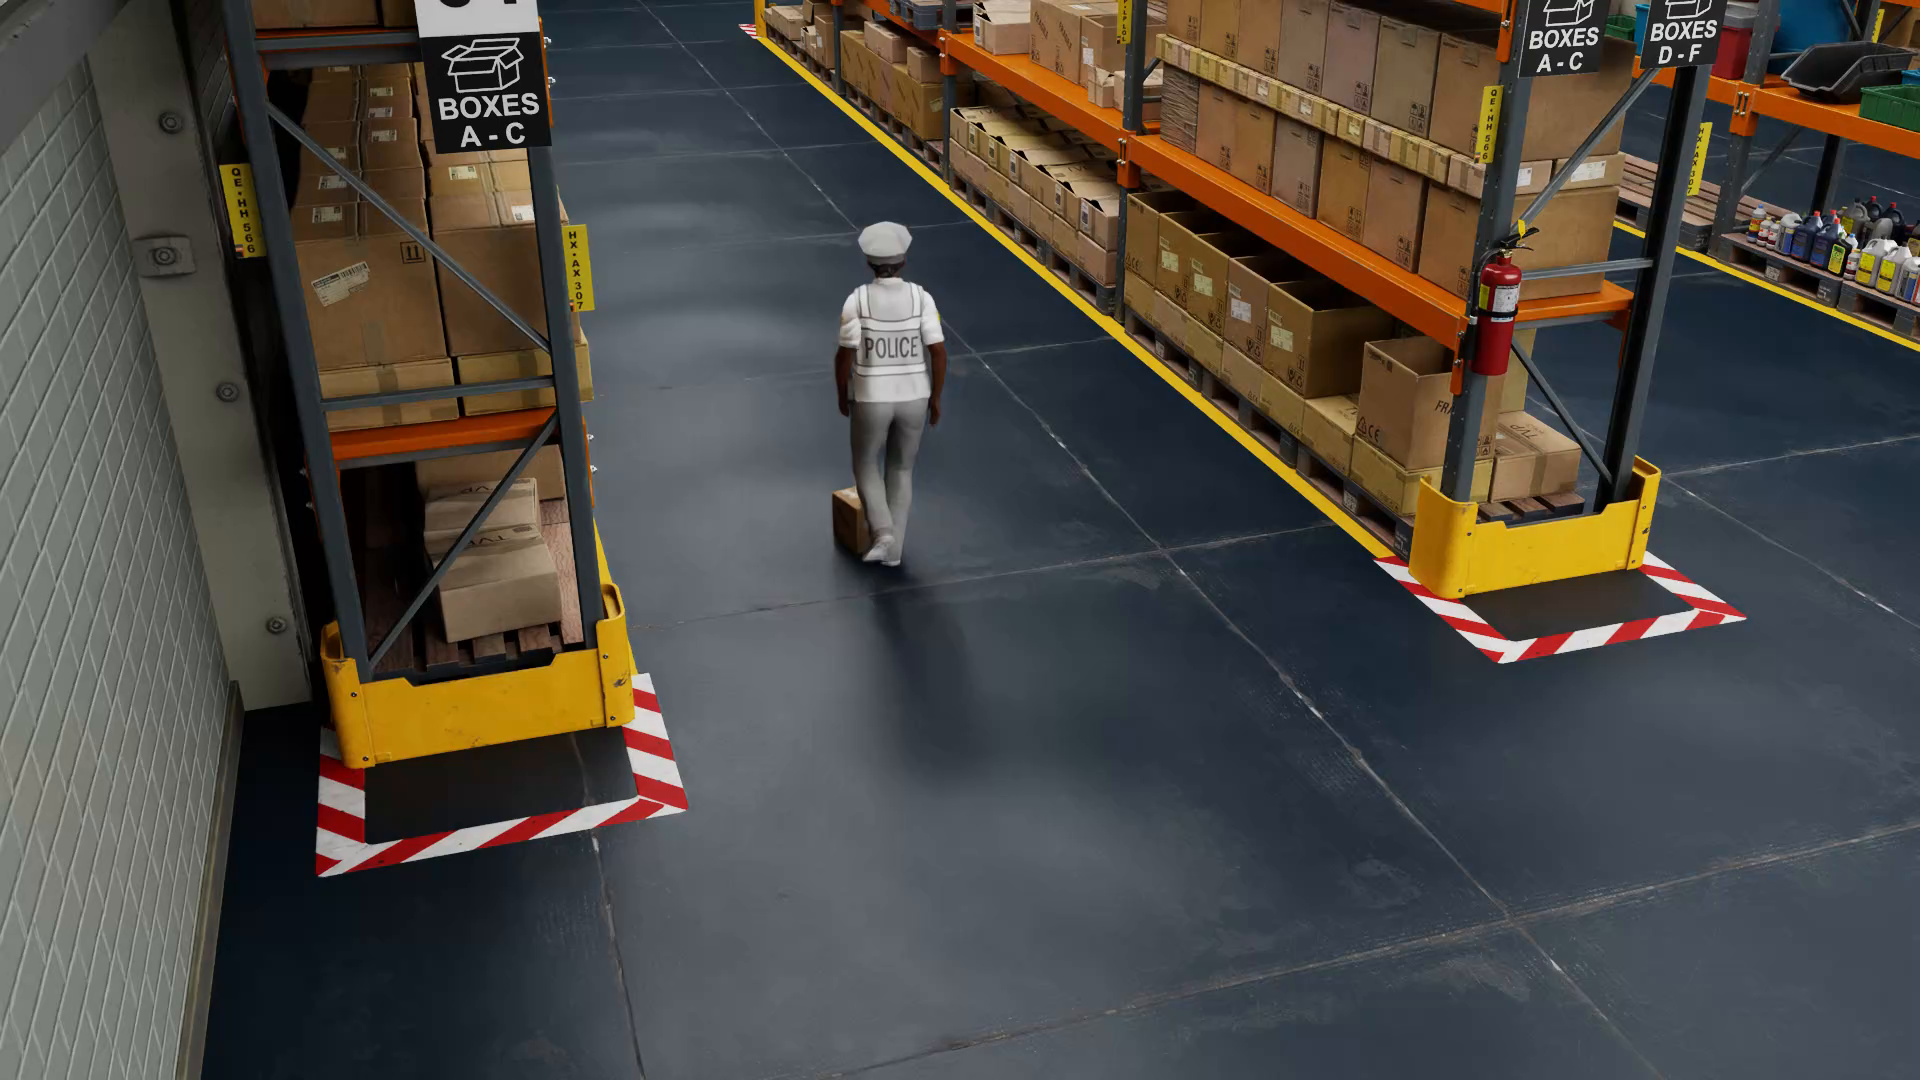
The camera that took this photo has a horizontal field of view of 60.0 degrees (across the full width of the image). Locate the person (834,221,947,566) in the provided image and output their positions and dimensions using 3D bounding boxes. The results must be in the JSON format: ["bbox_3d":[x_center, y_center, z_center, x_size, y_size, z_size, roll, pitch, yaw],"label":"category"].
[{"bbox_3d":[-0.319,-0.629,7.871,0.522,1.667,0.561,-5,27,-11],"label":"person"}]
